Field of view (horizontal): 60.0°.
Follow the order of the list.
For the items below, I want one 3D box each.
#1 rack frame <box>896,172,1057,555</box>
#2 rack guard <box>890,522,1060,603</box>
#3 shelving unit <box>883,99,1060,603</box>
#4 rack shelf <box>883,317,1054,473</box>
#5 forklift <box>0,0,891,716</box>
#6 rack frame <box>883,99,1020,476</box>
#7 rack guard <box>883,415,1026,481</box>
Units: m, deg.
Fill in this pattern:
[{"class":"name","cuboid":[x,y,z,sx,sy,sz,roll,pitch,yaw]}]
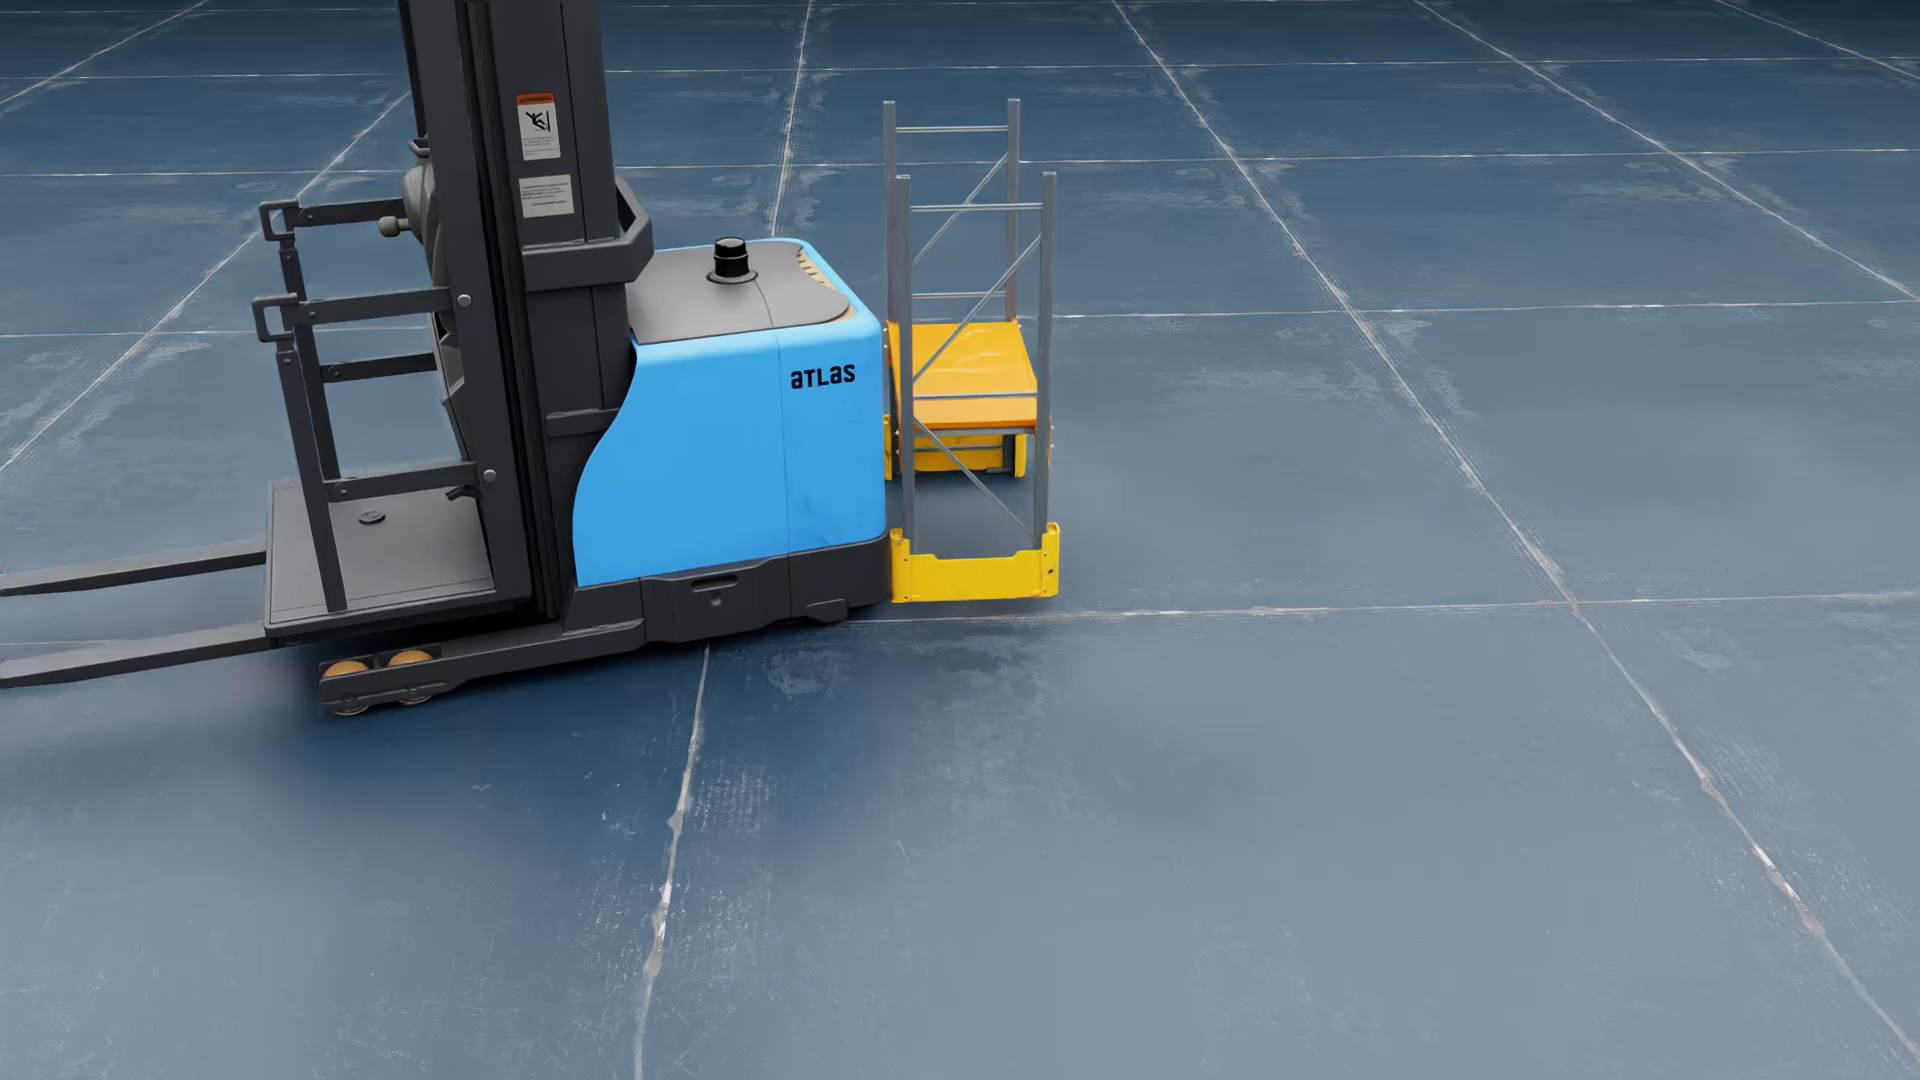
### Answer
[{"class":"rack frame","cuboid":[0.051,-0.475,5.538,0.500,1.500,0.032,-2,28,-4]},{"class":"rack guard","cuboid":[0.051,0.079,5.828,0.587,0.250,0.087,-2,28,-4]},{"class":"shelving unit","cuboid":[0.011,-0.705,5.980,0.587,1.500,1.083,-2,28,-4]},{"class":"rack shelf","cuboid":[0.010,-0.550,6.071,0.538,0.185,1.000,-2,28,-4]},{"class":"forklift","cuboid":[-1.812,-1.027,5.049,3.031,2.935,1.130,-9,29,-17]},{"class":"rack frame","cuboid":[-0.031,-0.943,6.437,0.500,1.500,0.032,-2,28,-4]},{"class":"rack guard","cuboid":[-0.029,-0.380,6.709,0.587,0.250,0.087,-2,28,-4]}]
